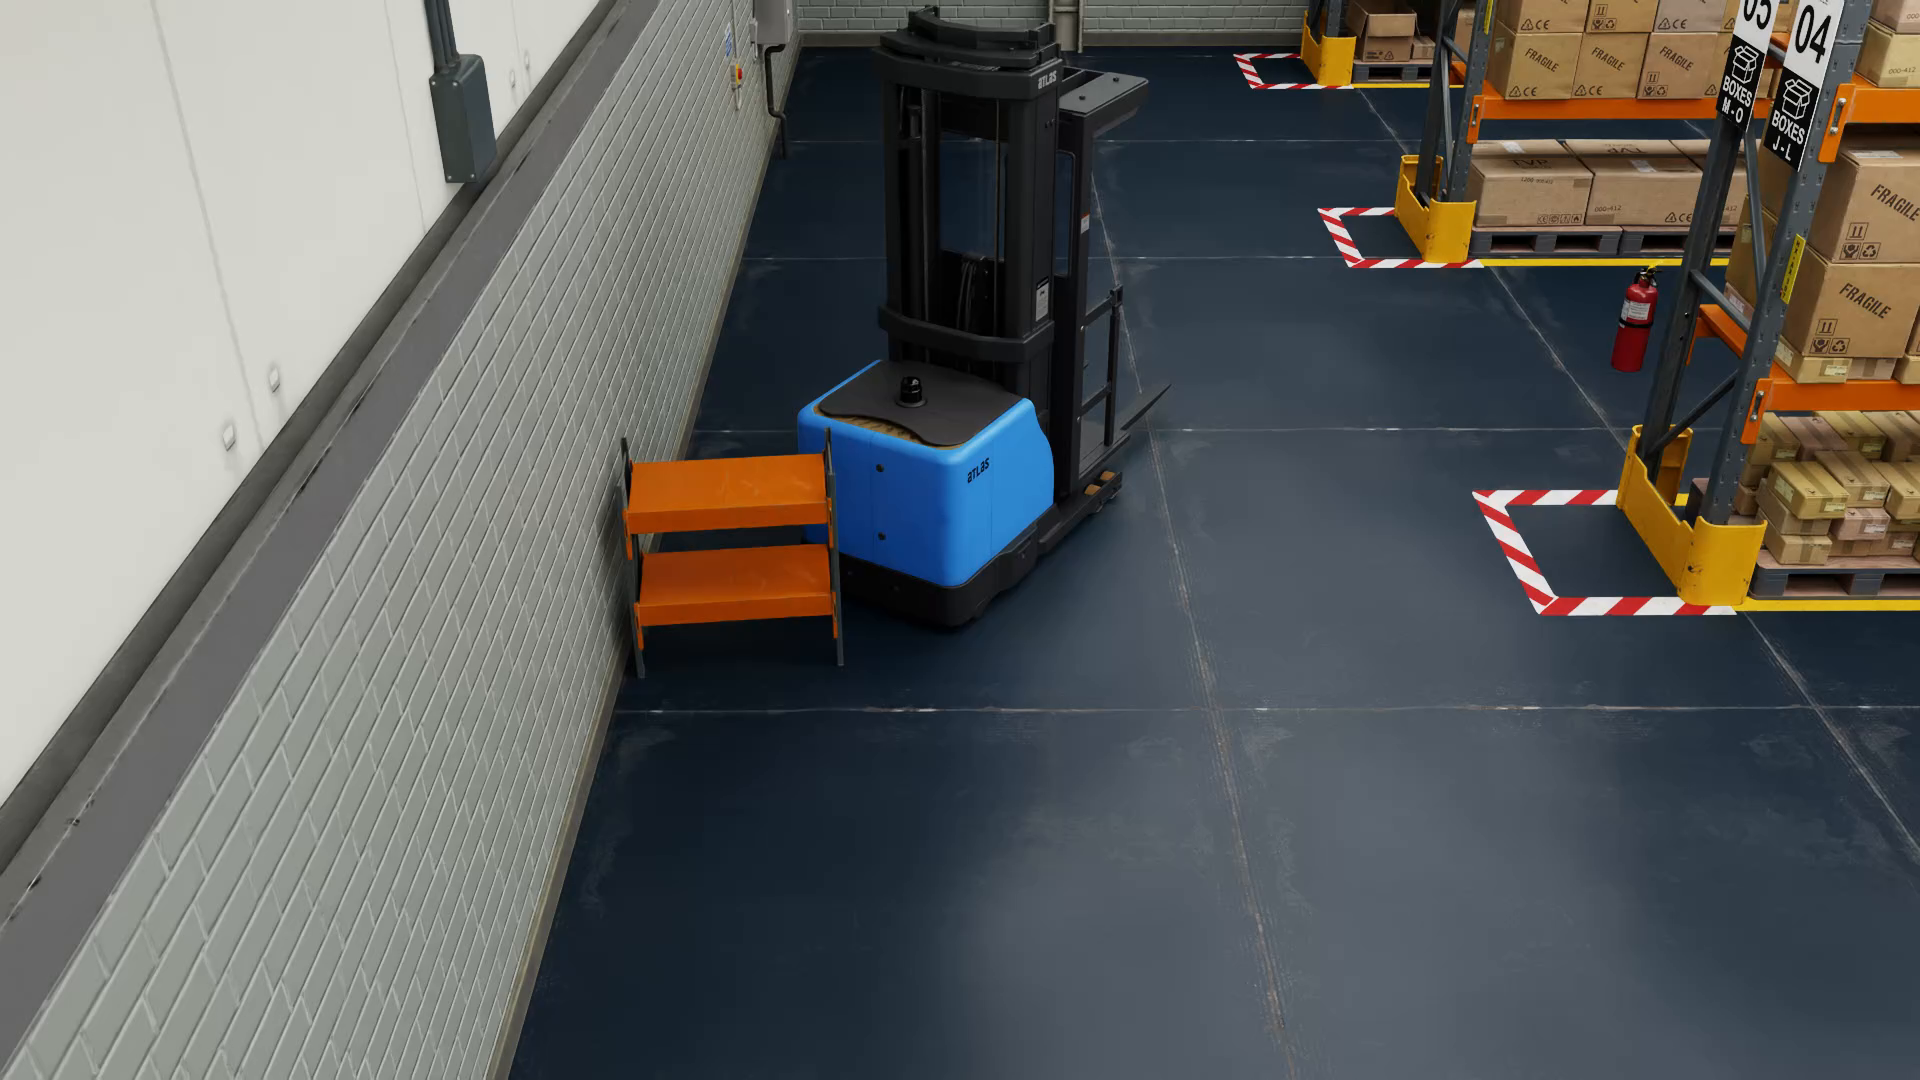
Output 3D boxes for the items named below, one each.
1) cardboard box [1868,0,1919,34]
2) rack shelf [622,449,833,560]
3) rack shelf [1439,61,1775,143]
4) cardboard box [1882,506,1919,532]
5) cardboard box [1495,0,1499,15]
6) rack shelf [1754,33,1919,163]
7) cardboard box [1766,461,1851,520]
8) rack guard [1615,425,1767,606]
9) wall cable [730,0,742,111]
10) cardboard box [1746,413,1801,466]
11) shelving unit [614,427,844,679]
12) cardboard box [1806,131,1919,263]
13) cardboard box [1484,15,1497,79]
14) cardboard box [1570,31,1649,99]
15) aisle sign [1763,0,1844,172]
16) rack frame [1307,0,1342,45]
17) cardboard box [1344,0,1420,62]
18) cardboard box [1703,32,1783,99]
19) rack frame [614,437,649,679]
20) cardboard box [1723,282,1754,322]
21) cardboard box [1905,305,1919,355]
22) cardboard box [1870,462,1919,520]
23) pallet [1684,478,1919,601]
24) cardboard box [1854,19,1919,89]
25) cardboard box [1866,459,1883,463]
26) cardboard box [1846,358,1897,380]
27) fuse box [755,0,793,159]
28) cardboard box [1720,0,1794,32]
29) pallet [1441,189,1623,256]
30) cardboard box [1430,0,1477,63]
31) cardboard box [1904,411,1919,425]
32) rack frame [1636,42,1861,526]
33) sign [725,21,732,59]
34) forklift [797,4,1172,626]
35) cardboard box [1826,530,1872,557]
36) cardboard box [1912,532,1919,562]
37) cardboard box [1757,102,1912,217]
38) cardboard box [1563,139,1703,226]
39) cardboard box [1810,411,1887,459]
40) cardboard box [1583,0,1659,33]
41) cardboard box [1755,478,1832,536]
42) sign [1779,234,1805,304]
[{"bbox_3d":[4.491,-2.527,7.683,0.500,0.250,0.500,0,31,0],"label":"cardboard box"},{"bbox_3d":[-1.149,-0.183,8.293,1.000,0.278,0.538,-3,31,-5],"label":"rack shelf"},{"bbox_3d":[5.910,-3.494,13.200,4.000,0.370,1.077,0,31,0],"label":"rack shelf"},{"bbox_3d":[5.084,-0.203,9.139,0.250,0.149,0.380,0,31,0],"label":"cardboard box"},{"bbox_3d":[4.390,-4.391,12.924,0.500,0.500,0.500,1,31,1],"label":"cardboard box"},{"bbox_3d":[6.041,-2.209,8.191,4.000,0.370,1.077,0,31,0],"label":"rack shelf"},{"bbox_3d":[4.567,-0.269,8.960,0.250,0.149,0.380,-2,31,-3],"label":"cardboard box"},{"bbox_3d":[4.117,-0.160,9.421,0.348,0.500,1.175,0,31,0],"label":"rack guard"},{"bbox_3d":[-1.729,-4.214,12.683,0.123,1.953,0.585,0,31,0],"label":"wall cable"},{"bbox_3d":[4.568,-0.577,9.468,0.250,0.149,0.380,0,31,0],"label":"cardboard box"},{"bbox_3d":[-1.149,0.067,8.445,1.048,1.125,0.538,-3,31,-5],"label":"shelving unit"},{"bbox_3d":[4.491,-1.689,8.185,0.500,0.500,0.500,0,31,-1],"label":"cardboard box"},{"bbox_3d":[4.390,-3.977,13.206,0.500,0.500,0.500,0,31,0],"label":"cardboard box"},{"bbox_3d":[4.897,-3.707,12.761,0.500,0.500,0.500,-1,31,-1],"label":"cardboard box"},{"bbox_3d":[3.969,-2.184,7.841,0.004,0.787,0.394,0,31,0],"label":"aisle sign"},{"bbox_3d":[3.876,-6.370,17.247,0.127,3.000,1.000,0,31,0],"label":"rack frame"},{"bbox_3d":[4.488,-5.435,17.708,0.637,0.503,0.797,-1,31,-2],"label":"cardboard box"},{"bbox_3d":[5.907,-3.710,12.765,0.500,0.500,0.500,1,31,1],"label":"cardboard box"},{"bbox_3d":[-1.654,0.096,8.397,0.032,1.125,0.500,-3,31,-5],"label":"rack frame"},{"bbox_3d":[4.365,-1.269,9.080,0.250,0.149,0.380,0,31,0],"label":"cardboard box"},{"bbox_3d":[5.026,-1.271,8.459,0.500,0.500,0.500,0,31,0],"label":"cardboard box"},{"bbox_3d":[5.094,-0.266,8.956,0.250,0.149,0.380,0,31,0],"label":"cardboard box"},{"bbox_3d":[4.929,-0.021,9.470,1.213,0.211,1.003,0,31,0],"label":"pallet"},{"bbox_3d":[4.491,-2.315,7.817,0.500,0.250,0.500,1,31,1],"label":"cardboard box"},{"bbox_3d":[5.086,-0.468,9.576,0.250,0.149,0.380,-1,31,-2],"label":"cardboard box"},{"bbox_3d":[4.621,-0.974,8.595,0.250,0.149,0.380,1,31,1],"label":"cardboard box"},{"bbox_3d":[-1.596,-4.305,15.085,0.414,1.711,0.539,0,31,0],"label":"fuse box"},{"bbox_3d":[5.922,-4.133,12.498,0.500,0.500,0.500,0,31,0],"label":"cardboard box"},{"bbox_3d":[4.709,-2.647,13.798,1.213,0.211,1.003,0,31,0],"label":"pallet"},{"bbox_3d":[5.343,-5.416,17.680,0.500,0.500,0.700,1,31,2],"label":"cardboard box"},{"bbox_3d":[5.606,-0.612,9.526,0.250,0.149,0.380,1,31,2],"label":"cardboard box"},{"bbox_3d":[4.041,-1.228,8.772,0.127,3.000,1.000,0,31,0],"label":"rack frame"},{"bbox_3d":[-1.790,-3.856,12.843,0.001,0.218,0.327,0,31,0],"label":"sign"},{"bbox_3d":[0.323,-1.529,9.334,1.130,2.935,3.031,17,35,26],"label":"forklift"},{"bbox_3d":[4.828,-0.068,9.203,0.250,0.149,0.380,0,31,0],"label":"cardboard box"},{"bbox_3d":[5.332,-0.016,9.118,0.250,0.149,0.380,0,31,0],"label":"cardboard box"},{"bbox_3d":[4.497,-1.956,8.625,0.500,0.500,0.500,-1,31,-1],"label":"cardboard box"},{"bbox_3d":[5.484,-2.941,13.660,0.875,0.438,0.875,1,31,1],"label":"cardboard box"},{"bbox_3d":[5.078,-0.614,9.530,0.250,0.149,0.380,-1,31,-1],"label":"cardboard box"},{"bbox_3d":[4.908,-4.125,12.486,0.500,0.500,0.500,-1,31,-2],"label":"cardboard box"},{"bbox_3d":[4.566,-0.185,9.109,0.250,0.149,0.380,1,31,2],"label":"cardboard box"},{"bbox_3d":[4.044,-1.317,8.083,0.005,0.325,0.100,0,31,0],"label":"sign"}]
